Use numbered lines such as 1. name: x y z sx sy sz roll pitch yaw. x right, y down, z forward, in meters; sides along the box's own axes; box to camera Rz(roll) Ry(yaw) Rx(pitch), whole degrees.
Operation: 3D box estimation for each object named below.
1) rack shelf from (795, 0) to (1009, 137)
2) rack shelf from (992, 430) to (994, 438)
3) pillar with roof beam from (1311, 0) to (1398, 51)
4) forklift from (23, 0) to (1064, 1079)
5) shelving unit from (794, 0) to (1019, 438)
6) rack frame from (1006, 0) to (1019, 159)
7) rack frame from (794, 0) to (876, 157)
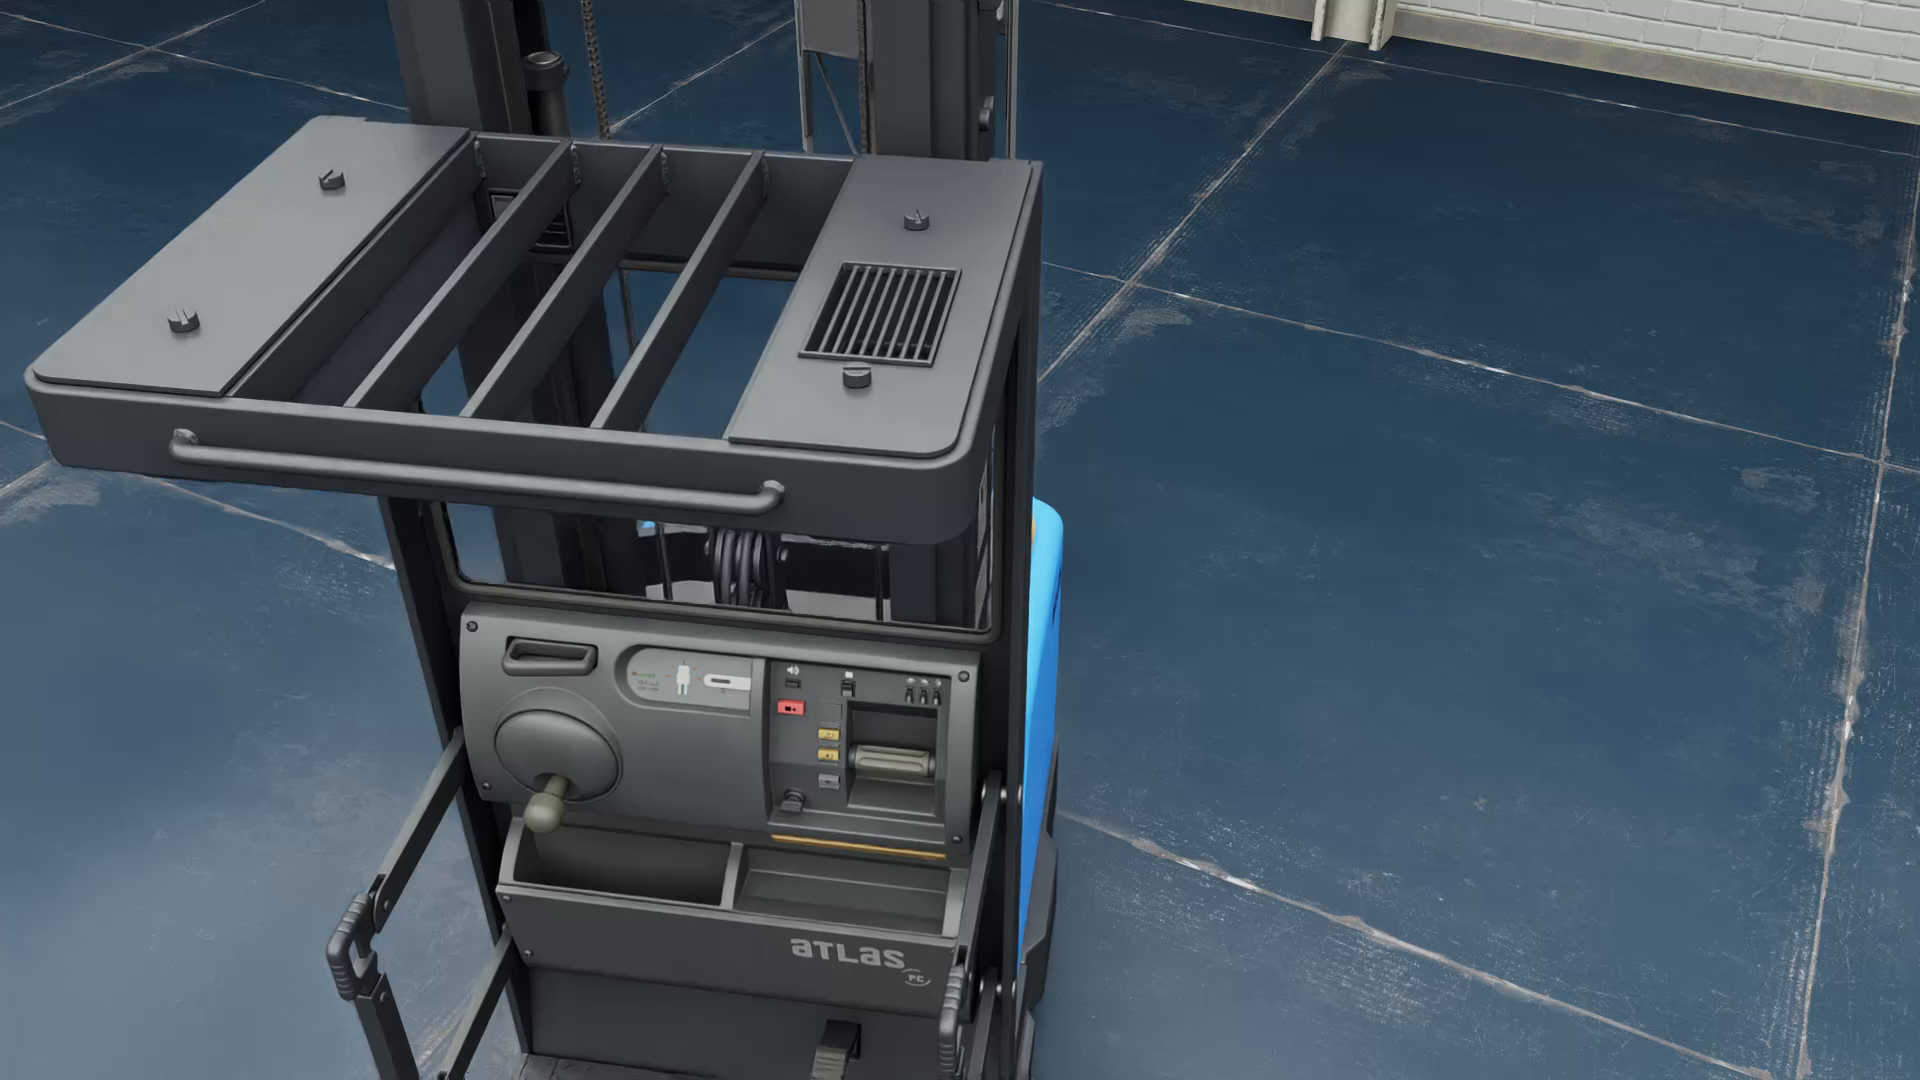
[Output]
1. rack shelf: -0.147 -1.429 4.761 0.480 0.518 0.431 17 41 21
2. rack shelf: -0.147 -0.314 5.607 0.480 0.518 0.431 17 41 21
3. pillar with roof beam: 0.275 -4.172 3.803 0.400 9.000 9.100 17 41 21
4. forklift: -0.463 0.419 2.774 1.130 2.935 3.031 5 38 7
5. shelving unit: -0.147 -0.882 5.176 0.503 2.100 0.431 17 41 21
6. rack frame: 0.070 -0.815 5.086 0.015 2.100 0.400 17 41 21
7. rack frame: -0.364 -0.950 5.265 0.015 2.100 0.400 17 41 21
